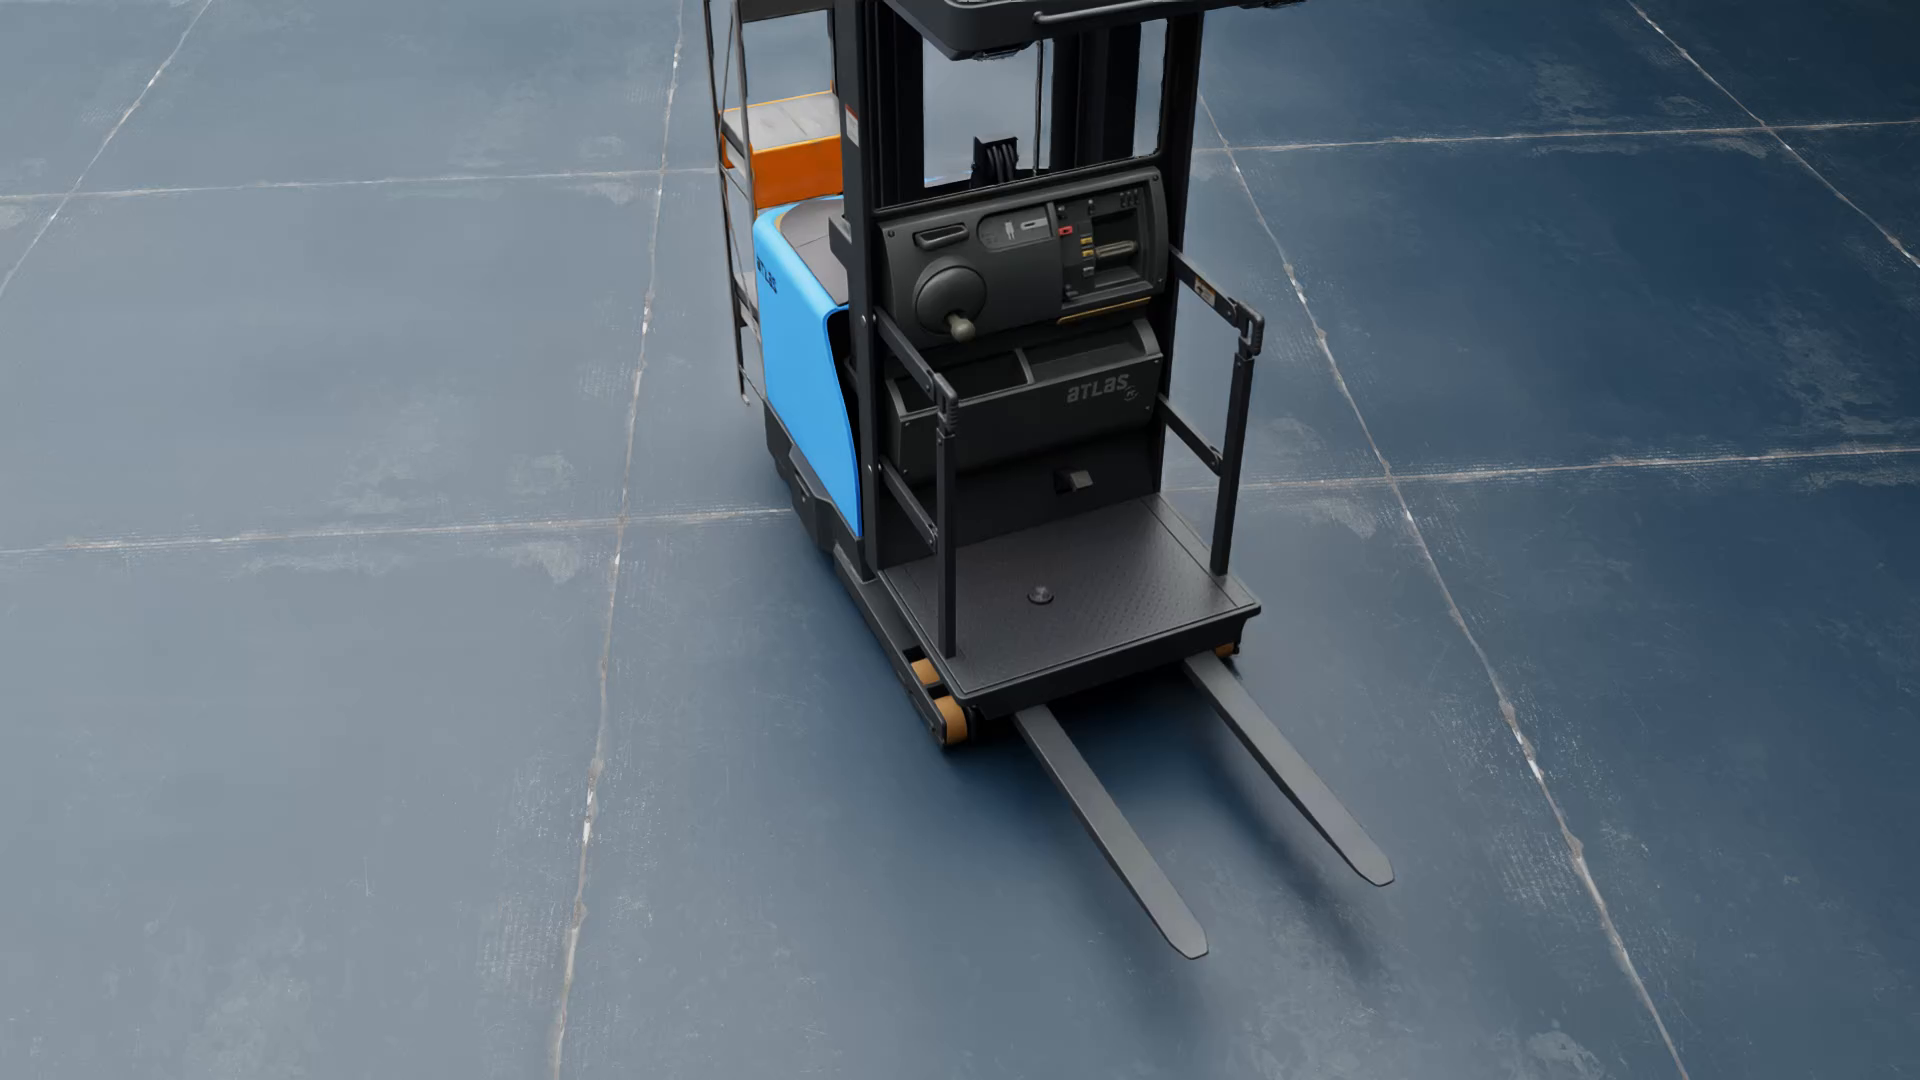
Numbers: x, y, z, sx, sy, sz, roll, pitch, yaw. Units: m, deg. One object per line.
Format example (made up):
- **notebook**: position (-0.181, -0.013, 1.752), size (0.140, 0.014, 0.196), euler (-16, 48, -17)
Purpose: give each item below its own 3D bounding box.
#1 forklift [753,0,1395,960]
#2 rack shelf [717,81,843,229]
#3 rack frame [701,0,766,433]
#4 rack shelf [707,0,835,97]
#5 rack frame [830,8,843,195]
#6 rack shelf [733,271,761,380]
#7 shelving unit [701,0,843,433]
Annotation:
- **forklift**: position (0.300, -0.789, 4.884), size (1.130, 2.935, 3.031), euler (-16, 41, -19)
- **rack shelf**: position (-0.621, -1.387, 6.334), size (0.480, 0.518, 0.431), euler (-16, 41, -20)
- **rack frame**: position (-0.842, -1.333, 6.244), size (0.015, 2.100, 0.400), euler (-16, 41, -20)
- **rack shelf**: position (-0.621, -1.936, 5.901), size (0.480, 0.518, 0.431), euler (-16, 41, -20)
- **rack frame**: position (-0.401, -1.462, 6.407), size (0.015, 2.100, 0.400), euler (-16, 41, -20)
- **rack shelf**: position (-0.621, -0.837, 6.768), size (0.480, 0.518, 0.431), euler (-16, 41, -20)
- **shelving unit**: position (-0.621, -1.397, 6.326), size (0.503, 2.100, 0.431), euler (-16, 41, -20)
